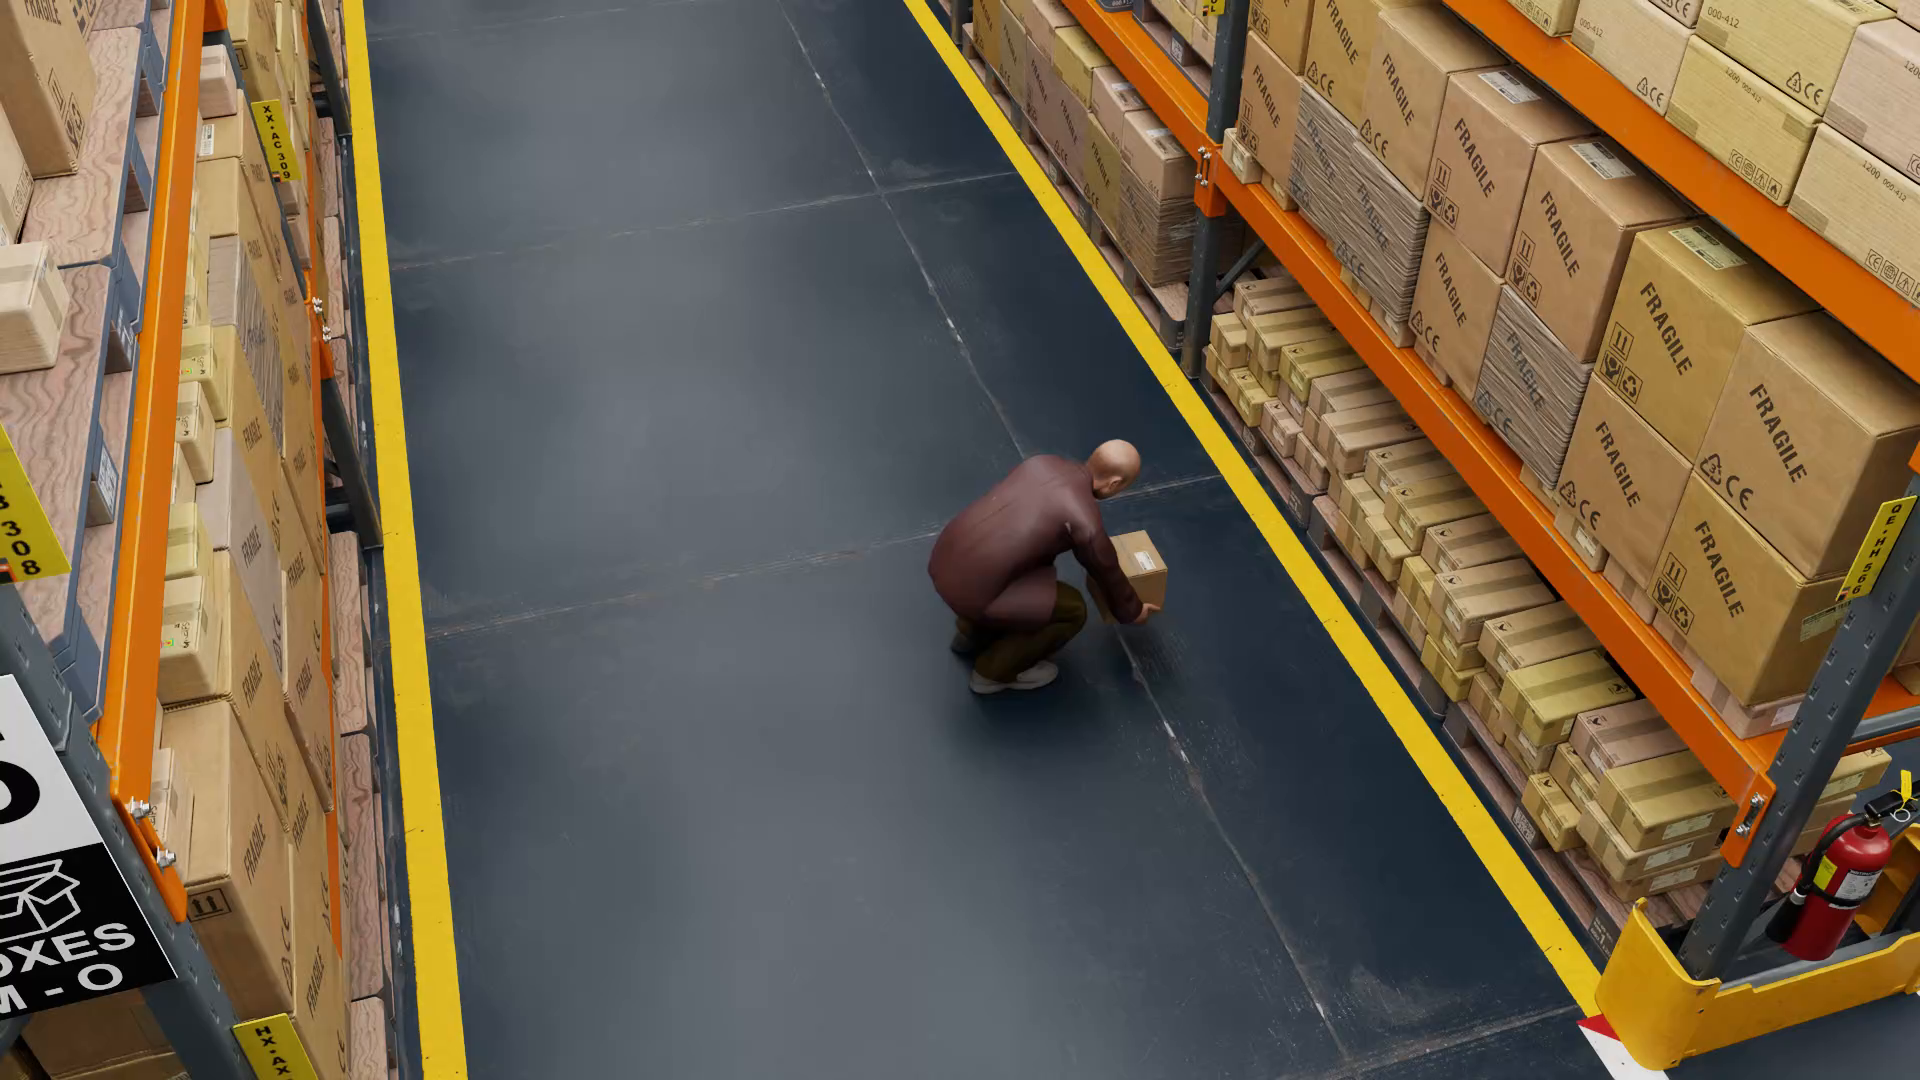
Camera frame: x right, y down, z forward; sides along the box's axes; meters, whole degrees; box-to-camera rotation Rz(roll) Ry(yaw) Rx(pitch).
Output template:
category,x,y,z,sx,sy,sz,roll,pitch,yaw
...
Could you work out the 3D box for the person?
category,x,y,z,sx,sy,sz,roll,pitch,yaw
person,0.332,0.123,6.679,0.948,0.923,0.581,-13,43,-14
